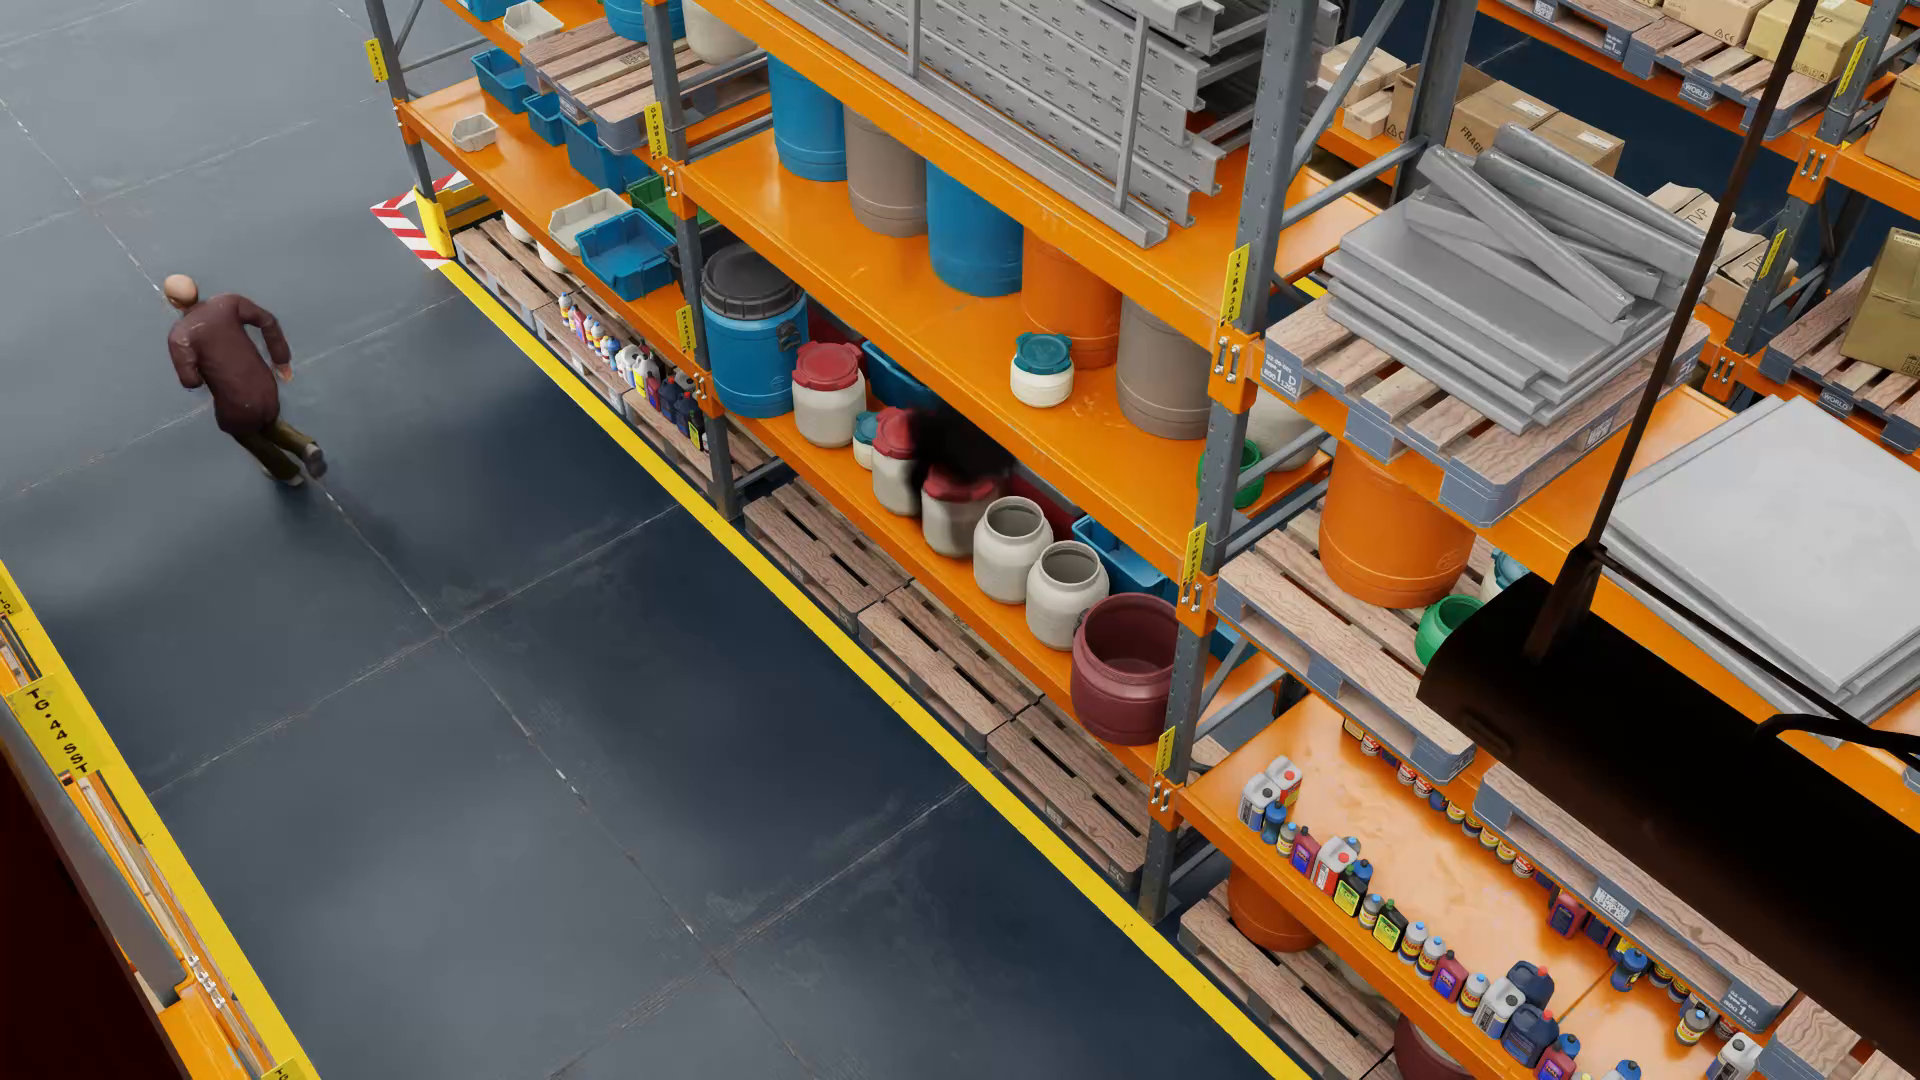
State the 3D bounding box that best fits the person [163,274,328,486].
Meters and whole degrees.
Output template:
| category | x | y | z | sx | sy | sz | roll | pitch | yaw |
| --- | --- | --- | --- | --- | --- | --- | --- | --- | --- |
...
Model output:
| category | x | y | z | sx | sy | sz | roll | pitch | yaw |
| --- | --- | --- | --- | --- | --- | --- | --- | --- | --- |
| person | -4.560 | -0.933 | 10.721 | 0.805 | 1.717 | 0.705 | 18 | 49 | 16 |
